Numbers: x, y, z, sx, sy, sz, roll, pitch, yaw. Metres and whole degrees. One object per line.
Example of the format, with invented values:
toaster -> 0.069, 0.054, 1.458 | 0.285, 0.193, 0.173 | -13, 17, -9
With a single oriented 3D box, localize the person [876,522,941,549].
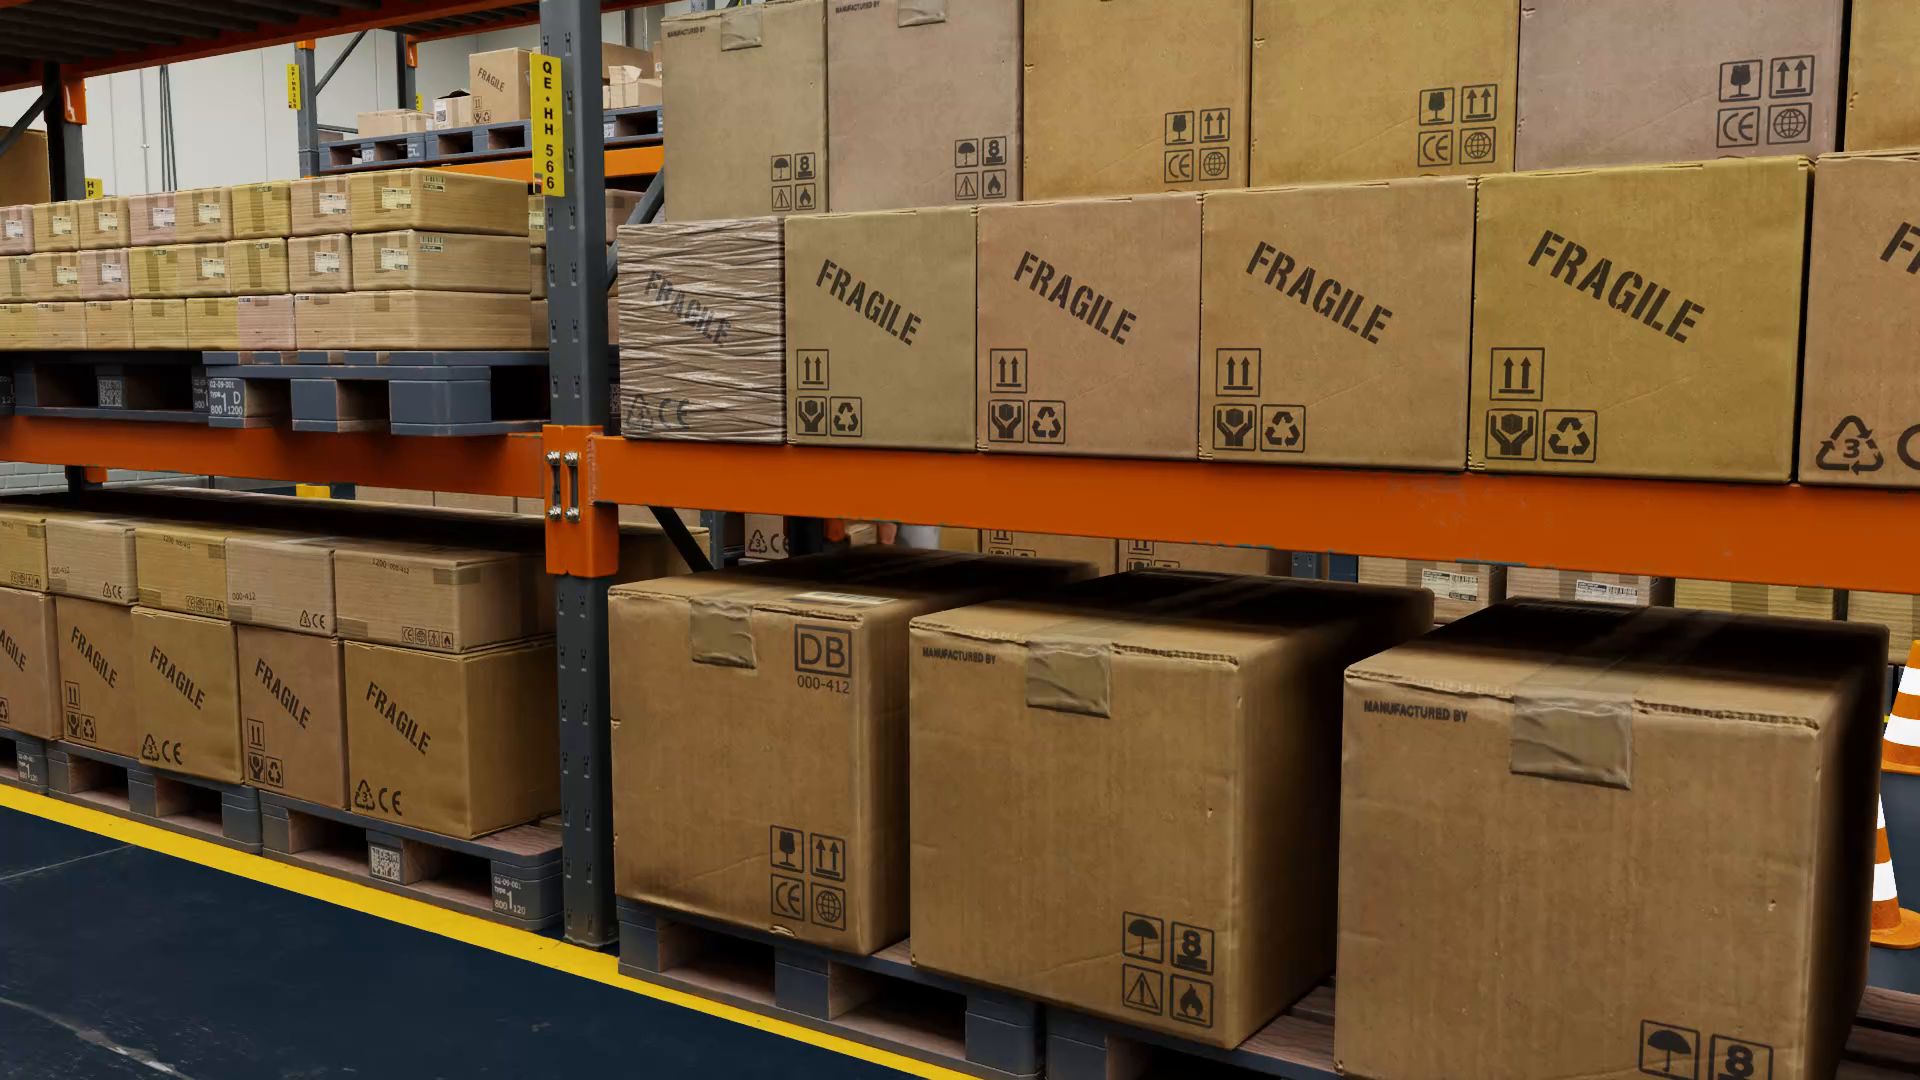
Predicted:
person -> -0.356, 0.057, 6.506 | 0.400, 1.449, 0.728 | 4, 8, 32
